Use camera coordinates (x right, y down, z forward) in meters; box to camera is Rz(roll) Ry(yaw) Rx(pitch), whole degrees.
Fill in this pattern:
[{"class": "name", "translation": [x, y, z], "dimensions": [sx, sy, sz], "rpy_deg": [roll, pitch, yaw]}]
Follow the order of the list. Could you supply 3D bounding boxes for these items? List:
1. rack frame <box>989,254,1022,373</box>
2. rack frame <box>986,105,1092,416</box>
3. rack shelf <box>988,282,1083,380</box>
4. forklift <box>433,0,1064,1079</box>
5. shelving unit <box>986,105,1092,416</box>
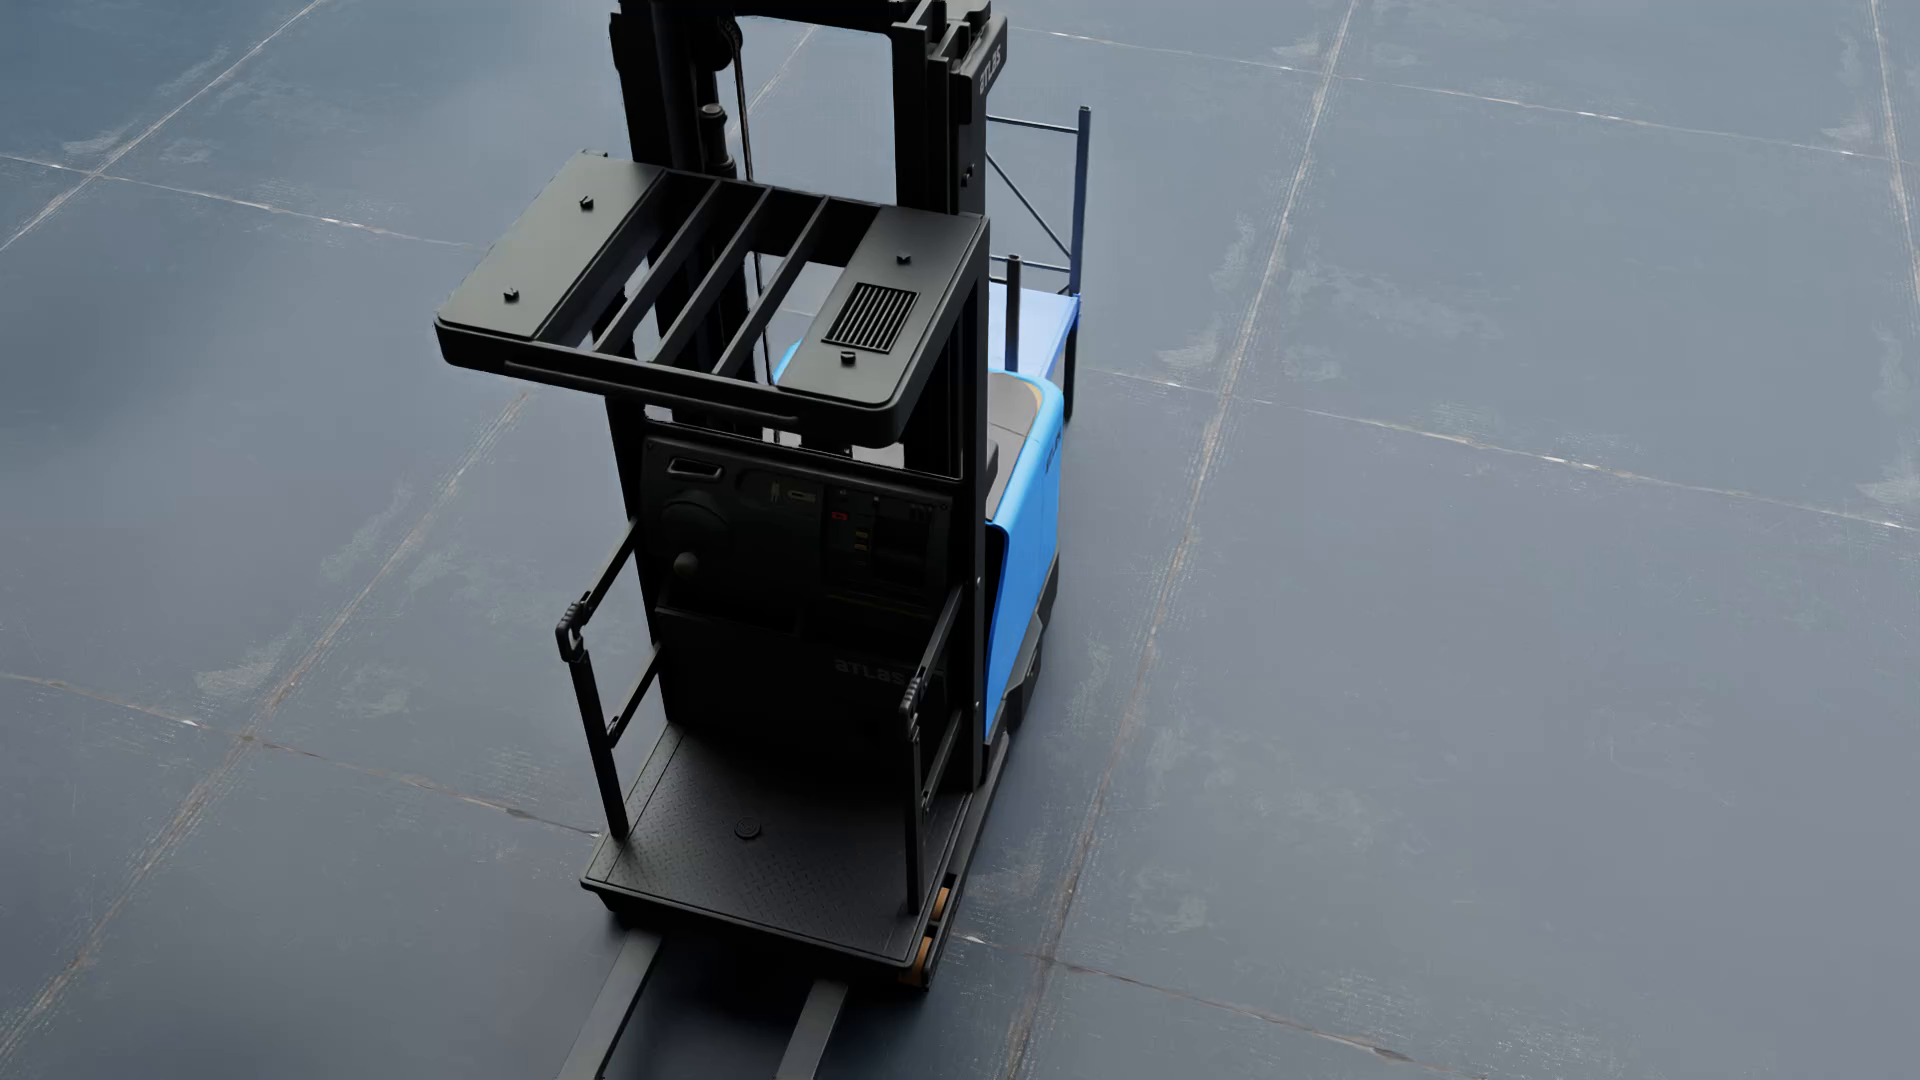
[{"class": "rack frame", "translation": [-0.037, -0.458, 6.145], "dimensions": [0.500, 1.500, 0.032], "rpy_deg": [12, 46, 12]}, {"class": "rack frame", "translation": [0.254, -1.139, 6.842], "dimensions": [0.500, 1.500, 0.032], "rpy_deg": [12, 46, 12]}, {"class": "rack shelf", "translation": [0.109, -0.670, 6.619], "dimensions": [0.538, 0.185, 1.000], "rpy_deg": [12, 46, 12]}, {"class": "forklift", "translation": [-0.533, 0.055, 4.598], "dimensions": [1.130, 2.935, 3.031], "rpy_deg": [12, 46, 12]}, {"class": "shelving unit", "translation": [0.109, -0.798, 6.493], "dimensions": [0.538, 1.500, 1.048], "rpy_deg": [12, 46, 12]}]
